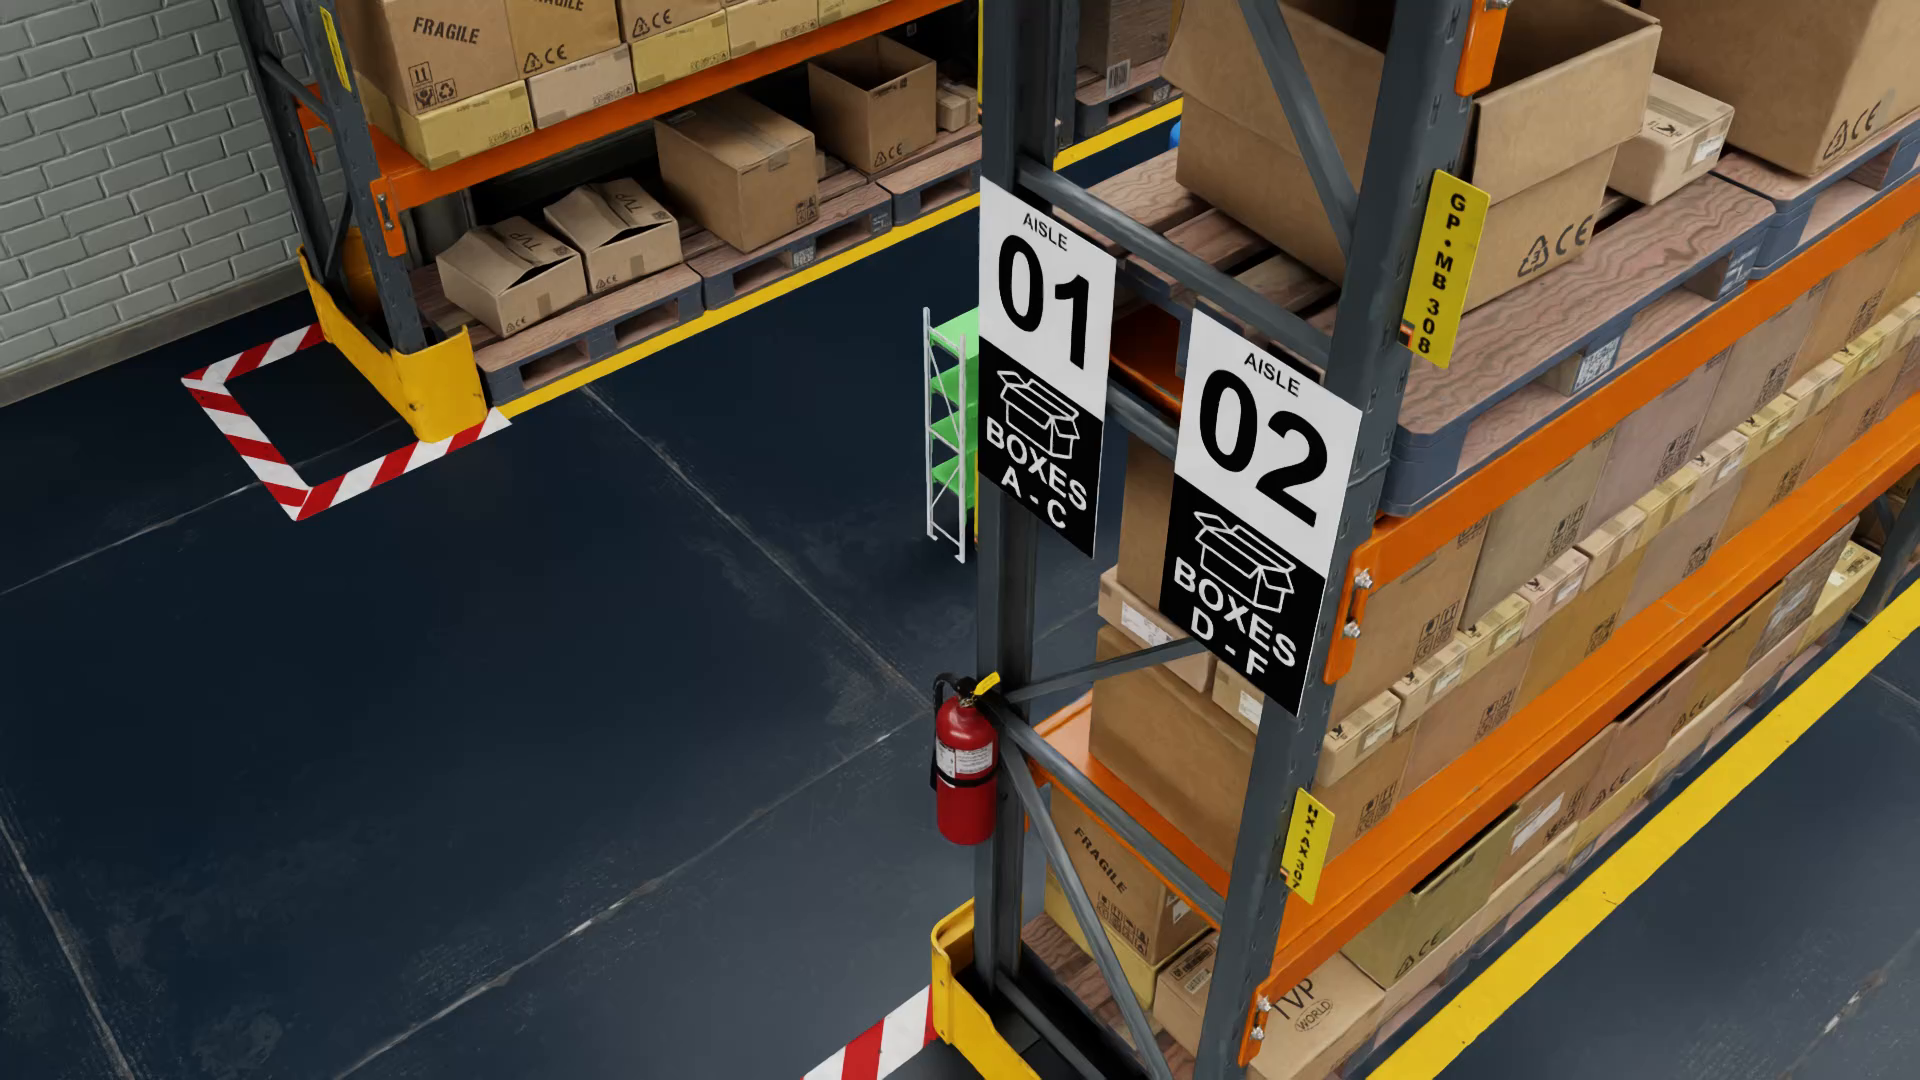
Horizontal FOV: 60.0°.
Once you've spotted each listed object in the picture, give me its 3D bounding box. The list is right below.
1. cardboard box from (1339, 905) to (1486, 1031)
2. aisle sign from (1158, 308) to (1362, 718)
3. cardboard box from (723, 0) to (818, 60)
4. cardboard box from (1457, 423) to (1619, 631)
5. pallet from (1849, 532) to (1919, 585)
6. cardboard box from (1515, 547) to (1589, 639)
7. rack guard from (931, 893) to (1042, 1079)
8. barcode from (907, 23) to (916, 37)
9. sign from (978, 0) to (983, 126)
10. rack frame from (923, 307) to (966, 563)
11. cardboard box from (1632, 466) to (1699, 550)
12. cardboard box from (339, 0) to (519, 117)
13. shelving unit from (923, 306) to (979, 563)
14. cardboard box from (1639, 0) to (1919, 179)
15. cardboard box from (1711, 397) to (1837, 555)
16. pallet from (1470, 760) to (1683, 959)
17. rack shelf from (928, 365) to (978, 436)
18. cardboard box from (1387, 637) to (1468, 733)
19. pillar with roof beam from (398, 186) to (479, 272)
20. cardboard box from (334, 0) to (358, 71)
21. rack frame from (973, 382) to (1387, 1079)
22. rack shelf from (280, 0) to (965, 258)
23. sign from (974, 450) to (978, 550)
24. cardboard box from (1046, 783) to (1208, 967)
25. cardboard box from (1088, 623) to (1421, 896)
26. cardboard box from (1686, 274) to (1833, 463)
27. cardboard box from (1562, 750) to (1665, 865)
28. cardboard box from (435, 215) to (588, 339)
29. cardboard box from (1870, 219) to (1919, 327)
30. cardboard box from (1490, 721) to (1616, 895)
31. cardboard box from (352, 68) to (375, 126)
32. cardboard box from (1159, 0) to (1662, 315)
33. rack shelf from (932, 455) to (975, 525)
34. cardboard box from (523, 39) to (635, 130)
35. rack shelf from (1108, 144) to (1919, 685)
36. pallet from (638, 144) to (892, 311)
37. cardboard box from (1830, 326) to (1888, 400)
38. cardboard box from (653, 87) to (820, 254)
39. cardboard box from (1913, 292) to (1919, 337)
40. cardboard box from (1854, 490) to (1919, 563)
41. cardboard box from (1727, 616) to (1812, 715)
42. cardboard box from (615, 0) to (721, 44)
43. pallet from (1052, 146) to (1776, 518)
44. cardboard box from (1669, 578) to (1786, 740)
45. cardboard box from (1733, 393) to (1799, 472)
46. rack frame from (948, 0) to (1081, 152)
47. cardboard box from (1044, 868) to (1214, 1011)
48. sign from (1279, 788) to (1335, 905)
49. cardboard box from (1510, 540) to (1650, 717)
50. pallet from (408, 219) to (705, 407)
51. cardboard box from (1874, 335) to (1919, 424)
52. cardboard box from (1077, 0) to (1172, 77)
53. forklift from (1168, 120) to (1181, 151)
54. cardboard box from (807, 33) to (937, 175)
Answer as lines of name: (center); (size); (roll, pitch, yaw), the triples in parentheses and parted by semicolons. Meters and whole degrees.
cardboard box: (1.343, 1.234, 5.446); (0.500, 0.250, 0.500); (-30, 51, -28)
aisle sign: (0.554, -0.033, 3.195); (0.004, 0.787, 0.394); (-30, 51, -28)
cardboard box: (-1.023, -2.552, 7.871); (0.500, 0.250, 0.500); (-29, 51, -28)
cardboard box: (1.215, -0.239, 4.293); (0.500, 0.500, 0.700); (-31, 51, -29)
pallet: (4.016, -0.359, 7.478); (1.213, 0.211, 1.003); (-30, 51, -28)
cardboard box: (1.435, 0.057, 4.451); (0.250, 0.149, 0.380); (-31, 51, -28)
rack guard: (0.389, 1.647, 5.131); (0.348, 0.500, 1.175); (-30, 51, -28)
barcode: (-0.273, -2.886, 9.403); (0.075, 0.075, 0.001); (-30, 51, -28)
sign: (0.070, -0.953, 3.294); (0.005, 0.325, 0.100); (-30, 51, -28)
rack frame: (-0.060, -0.403, 6.803); (0.015, 1.200, 0.240); (-30, 51, -28)
cardboard box: (1.833, -0.174, 4.697); (0.250, 0.149, 0.380); (-30, 51, -28)
cardboard box: (-2.214, -2.152, 6.898); (0.500, 0.500, 0.500); (-30, 51, -28)
shelving unit: (0.127, -0.510, 6.917); (0.503, 1.200, 0.258); (-30, 51, -28)
cardboard box: (1.857, -1.195, 3.658); (0.500, 0.500, 0.500); (-30, 51, -28)
cardboard box: (2.352, -0.416, 5.429); (0.500, 0.500, 0.700); (-29, 50, -27)
pallet: (1.903, 0.851, 6.190); (1.213, 0.211, 1.003); (-30, 51, -28)
rack shelf: (0.127, -0.638, 6.796); (0.480, 0.148, 0.258); (-30, 51, -28)
cardboard box: (1.048, 0.276, 4.218); (0.250, 0.149, 0.380); (-31, 51, -29)
pillar with roof beam: (-0.029, -2.562, 3.405); (0.400, 9.000, 9.100); (-30, 51, -28)
cardboard box: (-2.548, -2.419, 7.182); (0.500, 0.500, 0.500); (-30, 51, -28)
rack frame: (0.408, 0.725, 4.287); (0.127, 3.000, 1.000); (-30, 51, -28)
rack shelf: (-1.239, -2.491, 8.236); (4.000, 0.370, 1.077); (-30, 51, -28)
sign: (0.070, -0.074, 4.119); (0.005, 0.325, 0.100); (-30, 51, -28)
cardboard box: (0.628, 0.909, 5.245); (0.500, 0.500, 0.500); (-30, 51, -28)
cardboard box: (0.774, 0.491, 4.464); (0.500, 0.500, 0.700); (-30, 51, -28)
cardboard box: (1.985, -0.681, 4.764); (0.500, 0.500, 0.700); (-30, 51, -28)
cardboard box: (2.113, 0.798, 5.911); (0.500, 0.250, 0.500); (-30, 51, -28)
cardboard box: (-2.185, -1.311, 8.098); (0.500, 0.311, 0.500); (33, 52, 30)
cardboard box: (2.753, -1.120, 5.231); (0.500, 0.500, 0.700); (-30, 51, -28)
cardboard box: (1.719, 0.735, 5.430); (0.500, 0.500, 0.500); (-30, 51, -28)
cardboard box: (-2.539, -2.134, 7.426); (0.500, 0.250, 0.500); (-29, 50, -27)
cardboard box: (0.851, -0.860, 3.299); (0.637, 0.503, 0.797); (-26, 49, -25)
rack shelf: (0.127, -0.289, 7.125); (0.480, 0.148, 0.258); (-30, 51, -28)
cardboard box: (-1.806, -2.110, 7.401); (0.500, 0.250, 0.500); (-31, 52, -29)
rack shelf: (1.942, -0.984, 4.441); (4.000, 0.370, 1.077); (-30, 51, -28)
pallet: (-1.134, -1.762, 8.972); (1.213, 0.211, 1.003); (-30, 51, -28)
cardboard box: (2.623, -0.627, 5.179); (0.250, 0.149, 0.380); (-30, 51, -28)
cardboard box: (-1.153, -1.926, 8.615); (0.500, 0.500, 0.700); (-33, 52, -30)
cardboard box: (3.015, -0.849, 5.416); (0.250, 0.149, 0.380); (-31, 51, -29)
cardboard box: (3.944, -0.229, 7.005); (0.500, 0.250, 0.500); (-31, 51, -29)
cardboard box: (2.871, 0.350, 6.387); (0.500, 0.250, 0.500); (-30, 51, -28)
cardboard box: (-1.429, -2.588, 7.361); (0.500, 0.500, 0.500); (-31, 52, -29)
pallet: (0.967, -0.633, 3.606); (1.213, 0.211, 1.003); (-30, 51, -28)
cardboard box: (2.488, 0.298, 5.896); (0.500, 0.500, 0.500); (-30, 51, -28)
cardboard box: (2.228, -0.397, 4.935); (0.250, 0.149, 0.380); (-28, 50, -27)
rack frame: (0.295, -3.631, 8.925); (0.127, 3.000, 1.000); (-30, 51, -28)
cardboard box: (0.629, 1.184, 5.500); (0.500, 0.250, 0.500); (-30, 51, -28)
sign: (0.759, 0.675, 3.650); (0.005, 0.325, 0.100); (-30, 51, -28)
cardboard box: (1.558, 0.042, 4.941); (0.500, 0.500, 0.700); (-29, 51, -28)
pallet: (-2.069, -1.229, 8.405); (1.213, 0.211, 1.003); (-30, 51, -28)
cardboard box: (3.140, -0.870, 5.912); (0.500, 0.500, 0.700); (-31, 51, -29)
cardboard box: (0.849, -3.212, 9.984); (0.500, 0.500, 0.700); (-28, 50, -27)
forklift: (2.361, -2.697, 7.981); (1.130, 2.935, 3.031); (34, 53, 31)
cardboard box: (-0.476, -2.404, 9.123); (0.500, 0.500, 0.500); (-34, 53, -31)
